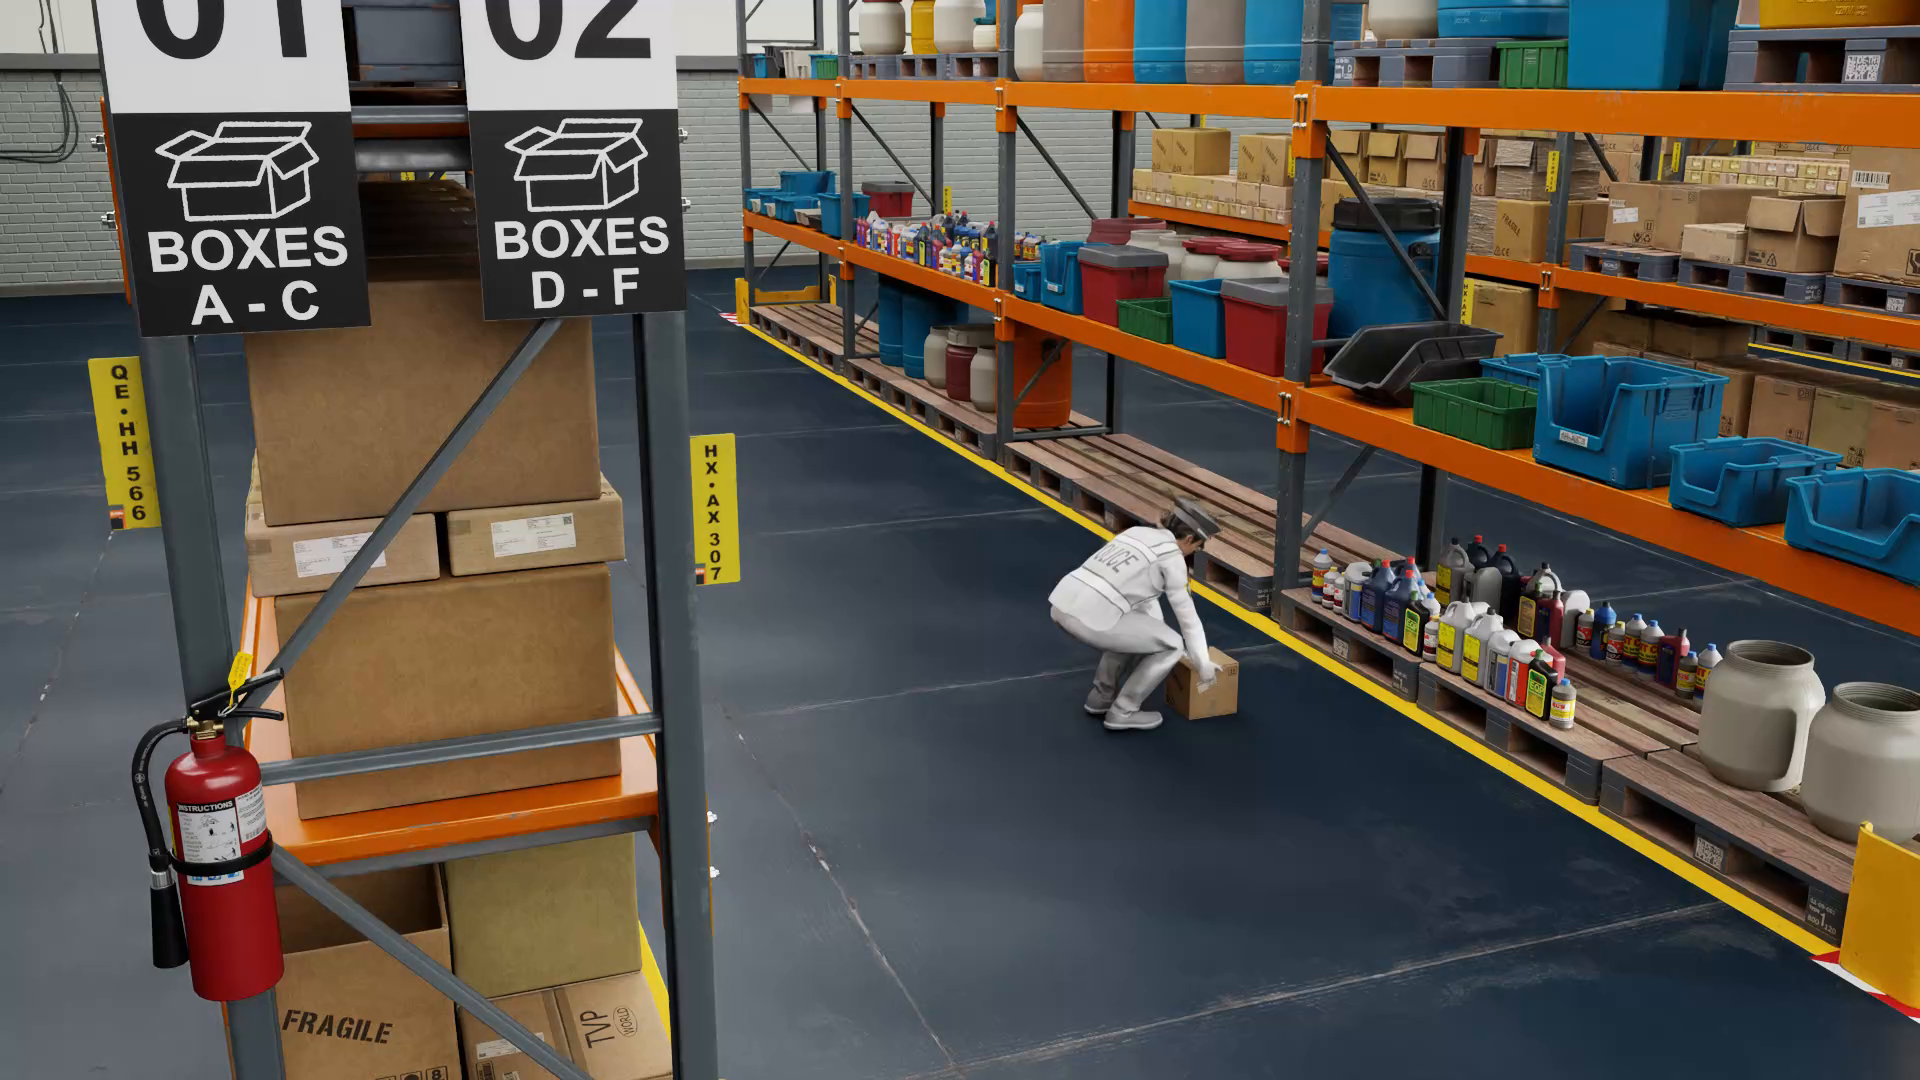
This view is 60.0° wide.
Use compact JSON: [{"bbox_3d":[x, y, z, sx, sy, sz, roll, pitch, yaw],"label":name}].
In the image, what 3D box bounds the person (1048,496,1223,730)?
[{"bbox_3d":[0.805,0.327,7.591,0.840,1.006,0.493,-6,17,-20],"label":"person"}]
